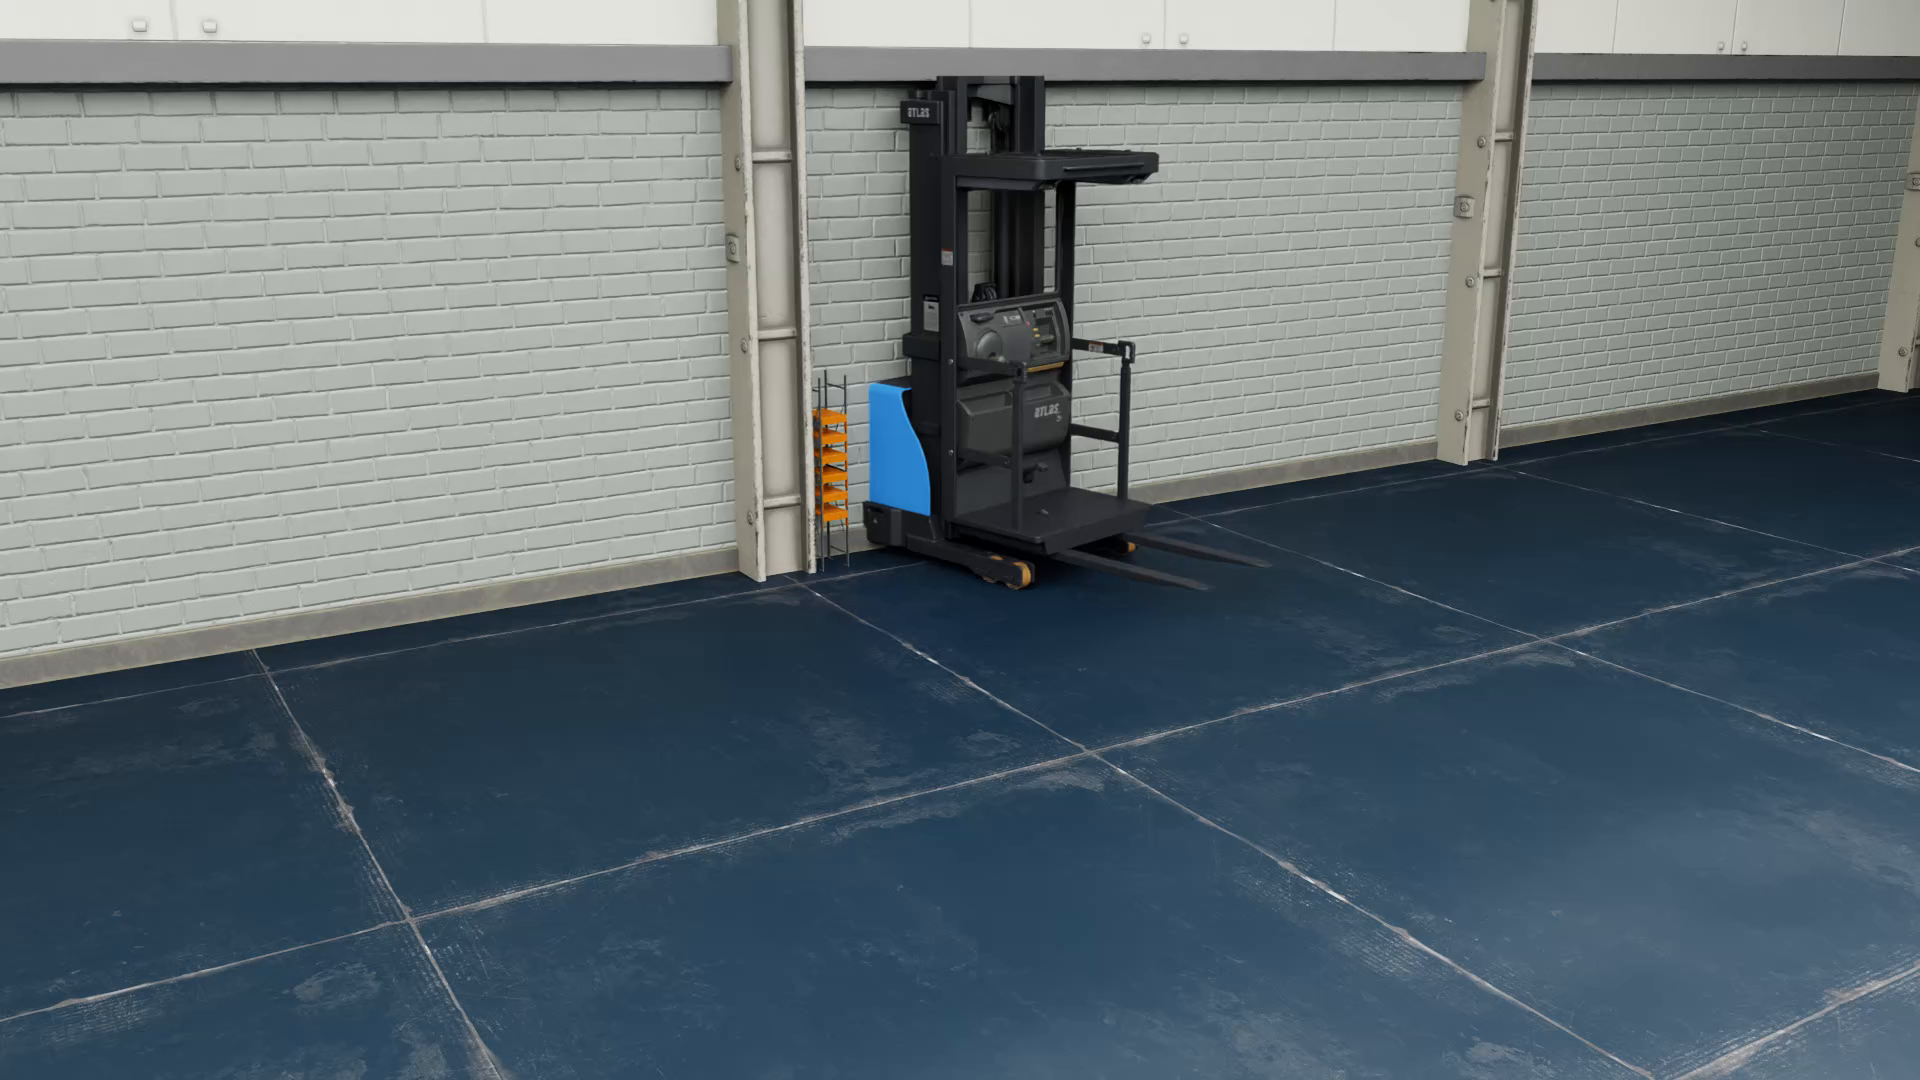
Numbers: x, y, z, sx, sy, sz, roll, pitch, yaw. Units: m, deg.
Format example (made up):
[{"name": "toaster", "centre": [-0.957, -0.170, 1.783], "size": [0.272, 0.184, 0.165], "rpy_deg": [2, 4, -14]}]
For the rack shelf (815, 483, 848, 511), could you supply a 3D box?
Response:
[{"name": "rack shelf", "centre": [-0.833, -0.265, 10.240], "size": [0.180, 0.103, 0.258], "rpy_deg": [-11, 19, -35]}]

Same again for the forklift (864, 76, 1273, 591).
[{"name": "forklift", "centre": [0.488, -1.274, 10.024], "size": [3.031, 2.935, 1.130], "rpy_deg": [15, 21, 42]}]

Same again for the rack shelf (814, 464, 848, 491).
[{"name": "rack shelf", "centre": [-0.833, -0.381, 10.208], "size": [0.180, 0.103, 0.258], "rpy_deg": [-11, 19, -35]}]

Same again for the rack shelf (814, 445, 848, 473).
[{"name": "rack shelf", "centre": [-0.833, -0.496, 10.176], "size": [0.180, 0.103, 0.258], "rpy_deg": [-11, 19, -35]}]

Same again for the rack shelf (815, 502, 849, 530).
[{"name": "rack shelf", "centre": [-0.834, -0.150, 10.272], "size": [0.180, 0.103, 0.258], "rpy_deg": [-11, 19, -35]}]

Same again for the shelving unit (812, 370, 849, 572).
[{"name": "shelving unit", "centre": [-0.833, -0.424, 10.196], "size": [0.189, 1.200, 0.258], "rpy_deg": [-11, 19, -35]}]

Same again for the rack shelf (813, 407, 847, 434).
[{"name": "rack shelf", "centre": [-0.832, -0.728, 10.112], "size": [0.180, 0.103, 0.258], "rpy_deg": [-11, 19, -35]}]

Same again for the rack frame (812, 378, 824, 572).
[{"name": "rack frame", "centre": [-0.906, -0.409, 10.143], "size": [0.006, 1.200, 0.240], "rpy_deg": [-11, 19, -35]}]

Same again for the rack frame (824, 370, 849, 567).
[{"name": "rack frame", "centre": [-0.760, -0.438, 10.249], "size": [0.006, 1.200, 0.240], "rpy_deg": [-11, 19, -35]}]

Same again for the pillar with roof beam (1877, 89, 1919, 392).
[{"name": "pillar with roof beam", "centre": [11.377, -4.816, 11.418], "size": [0.400, 9.000, 9.100], "rpy_deg": [-9, 18, -30]}]

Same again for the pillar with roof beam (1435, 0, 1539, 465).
[{"name": "pillar with roof beam", "centre": [6.234, -3.982, 8.442], "size": [0.400, 9.000, 9.100], "rpy_deg": [-9, 18, -30]}]

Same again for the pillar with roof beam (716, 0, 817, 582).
[{"name": "pillar with roof beam", "centre": [1.091, -3.148, 5.467], "size": [0.400, 9.000, 9.100], "rpy_deg": [-9, 18, -30]}]

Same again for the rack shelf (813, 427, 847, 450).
[{"name": "rack shelf", "centre": [-0.832, -0.612, 10.144], "size": [0.180, 0.103, 0.258], "rpy_deg": [-11, 19, -35]}]
